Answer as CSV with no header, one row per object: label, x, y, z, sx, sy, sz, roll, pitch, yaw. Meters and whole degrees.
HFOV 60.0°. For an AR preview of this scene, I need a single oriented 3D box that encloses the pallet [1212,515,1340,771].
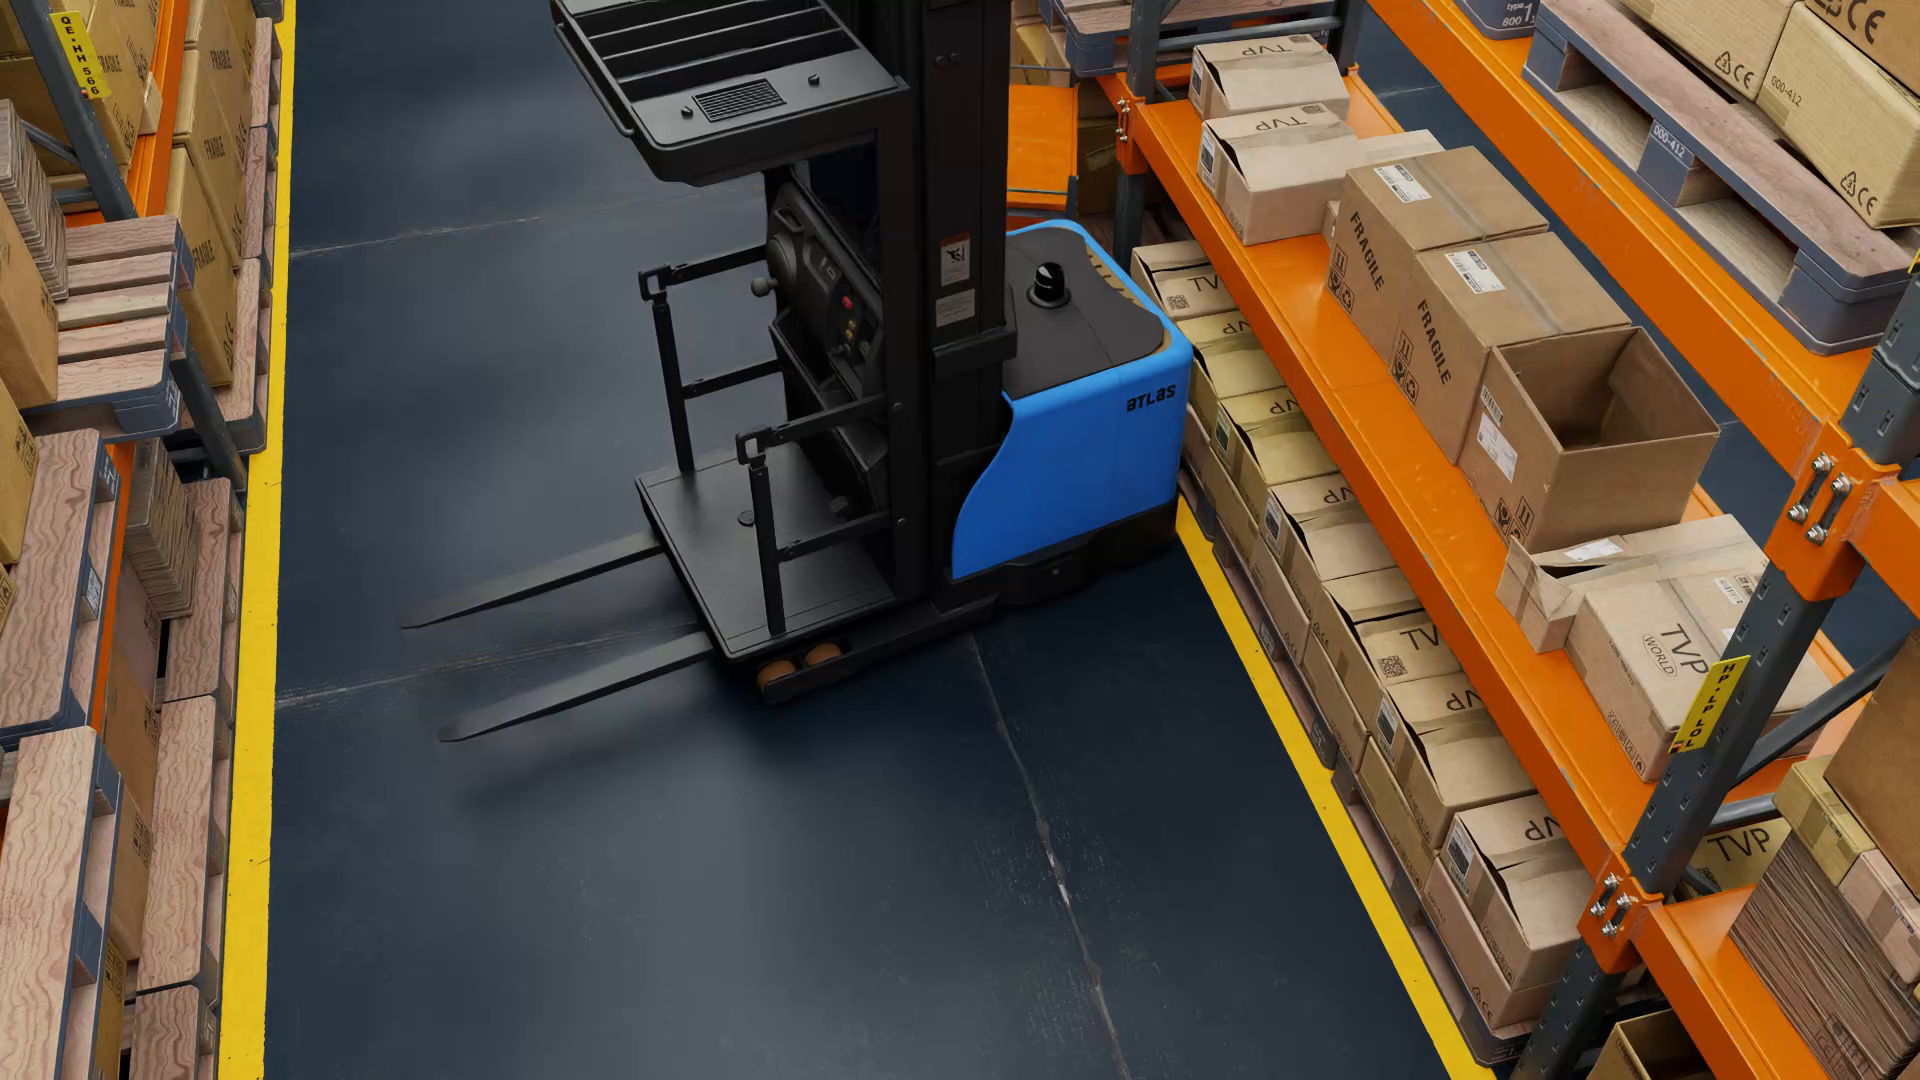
pallet,1.681,0.279,6.579,1.003,0.211,1.213,-11,47,-10

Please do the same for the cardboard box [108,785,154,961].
cardboard box,-3.041,1.065,5.299,0.700,0.500,0.500,-10,46,-10

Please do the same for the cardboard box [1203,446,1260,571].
cardboard box,1.318,-0.178,6.706,0.500,0.250,0.500,-12,47,-11

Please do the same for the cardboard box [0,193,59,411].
cardboard box,-3.289,-0.690,5.199,0.700,0.500,0.500,-15,47,-14

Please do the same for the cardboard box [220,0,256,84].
cardboard box,-4.320,-2.936,8.989,0.750,0.750,0.750,-10,46,-10

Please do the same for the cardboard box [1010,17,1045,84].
cardboard box,0.460,-2.713,9.002,0.500,0.500,0.500,-12,47,-12

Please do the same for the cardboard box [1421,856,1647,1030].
cardboard box,1.837,1.231,5.326,0.500,0.250,0.500,-11,47,-11

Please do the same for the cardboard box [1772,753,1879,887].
cardboard box,2.105,0.607,3.781,0.380,0.149,0.250,-11,47,-10

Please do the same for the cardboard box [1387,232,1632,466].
cardboard box,1.779,-0.629,5.447,0.500,0.500,0.500,-11,47,-10

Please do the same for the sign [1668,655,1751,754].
sign,1.701,0.377,3.776,0.100,0.325,0.005,-11,47,-10

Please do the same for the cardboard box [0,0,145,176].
cardboard box,-3.465,-1.733,6.307,0.500,0.500,0.500,-9,46,-9

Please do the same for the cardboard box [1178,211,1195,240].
cardboard box,1.359,-1.759,8.066,0.500,0.500,0.500,-9,46,-9

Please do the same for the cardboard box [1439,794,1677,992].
cardboard box,1.843,1.041,5.119,0.500,0.311,0.500,-11,47,-10

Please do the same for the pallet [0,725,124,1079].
pallet,-2.619,1.070,3.986,1.003,0.211,1.213,-11,47,-10

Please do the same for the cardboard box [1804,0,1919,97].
cardboard box,2.104,-1.191,3.254,0.500,0.500,0.500,-10,46,-10

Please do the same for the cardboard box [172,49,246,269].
cardboard box,-3.868,-1.737,7.814,0.750,0.750,0.750,-11,47,-11

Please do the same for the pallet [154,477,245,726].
pallet,-3.390,0.311,6.548,1.003,0.211,1.213,-11,47,-10

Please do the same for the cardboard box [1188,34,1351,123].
cardboard box,1.250,-1.823,6.749,0.500,0.311,0.500,-8,46,-8

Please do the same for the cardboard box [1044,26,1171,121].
cardboard box,0.714,-2.296,8.067,0.500,0.250,0.500,-9,46,-9

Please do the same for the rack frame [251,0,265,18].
rack frame,-4.612,-3.966,8.788,1.000,3.000,0.127,-11,47,-10

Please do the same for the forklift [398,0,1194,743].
forklift,-0.659,-0.836,5.768,3.031,2.935,1.130,-19,49,-18

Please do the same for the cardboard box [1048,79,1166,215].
cardboard box,0.733,-1.995,8.298,0.500,0.500,0.500,-9,46,-9

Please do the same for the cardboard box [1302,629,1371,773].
cardboard box,1.578,0.528,6.014,0.500,0.250,0.500,-10,46,-9

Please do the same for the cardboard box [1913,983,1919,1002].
cardboard box,2.237,0.959,3.437,0.380,0.149,0.250,-12,47,-11

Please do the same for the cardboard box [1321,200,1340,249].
cardboard box,1.580,-1.155,6.208,0.380,0.149,0.250,-8,46,-7

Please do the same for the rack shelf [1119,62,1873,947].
rack shelf,1.711,-0.480,5.875,1.077,0.370,4.000,-11,47,-10

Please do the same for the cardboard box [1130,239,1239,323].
cardboard box,1.050,-1.079,7.196,0.500,0.311,0.500,-9,46,-9

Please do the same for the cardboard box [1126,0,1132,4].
cardboard box,0.929,-2.709,7.192,0.700,0.500,0.500,-26,51,-23

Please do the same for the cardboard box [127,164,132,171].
cardboard box,-3.505,-1.569,6.600,0.380,0.149,0.250,-10,46,-10

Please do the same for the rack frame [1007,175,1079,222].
rack frame,0.223,-1.117,7.279,0.500,1.125,0.032,4,45,1

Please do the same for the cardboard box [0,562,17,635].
cardboard box,-2.997,0.174,4.352,0.700,0.500,0.500,-5,46,-5

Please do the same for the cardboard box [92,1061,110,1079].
cardboard box,-2.769,1.773,4.605,0.700,0.500,0.500,-9,46,-9

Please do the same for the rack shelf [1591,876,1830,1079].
rack shelf,2.735,2.281,3.169,1.077,0.370,4.000,-11,47,-10

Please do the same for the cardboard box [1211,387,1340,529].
cardboard box,1.321,-0.365,6.497,0.500,0.311,0.500,-12,47,-11

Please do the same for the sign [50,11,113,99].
sign,-3.066,-1.688,5.800,0.100,0.325,0.005,-11,47,-10

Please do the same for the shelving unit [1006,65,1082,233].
shelving unit,0.254,-1.476,7.638,0.538,1.125,1.048,4,45,1

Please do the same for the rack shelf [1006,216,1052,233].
rack shelf,0.246,-1.303,7.811,0.538,0.278,1.000,4,45,1

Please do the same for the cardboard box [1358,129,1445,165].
cardboard box,1.697,-1.455,6.502,0.380,0.149,0.250,-11,47,-10

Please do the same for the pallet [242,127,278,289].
pallet,-4.026,-1.628,8.448,1.003,0.211,1.213,-11,47,-10

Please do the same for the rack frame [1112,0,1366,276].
rack frame,1.199,-2.113,6.971,1.000,3.000,0.127,-11,47,-10

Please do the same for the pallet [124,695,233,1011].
pallet,-3.081,1.152,5.724,1.003,0.211,1.213,-11,47,-10

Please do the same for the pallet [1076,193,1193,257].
pallet,1.045,-1.659,8.479,1.003,0.211,1.213,-11,47,-10

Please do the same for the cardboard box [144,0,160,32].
cardboard box,-3.716,-2.439,6.999,0.500,0.500,0.500,-11,47,-10

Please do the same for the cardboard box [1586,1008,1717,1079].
cardboard box,2.039,1.579,4.459,0.500,0.500,0.500,-11,47,-10

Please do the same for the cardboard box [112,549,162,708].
cardboard box,-3.334,0.381,5.970,0.700,0.500,0.500,-11,47,-10

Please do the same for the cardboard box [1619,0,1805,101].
cardboard box,1.932,-1.302,3.887,0.500,0.250,0.500,-15,47,-14

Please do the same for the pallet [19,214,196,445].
pallet,-3.303,-0.665,5.687,1.213,0.211,1.003,-11,47,-10

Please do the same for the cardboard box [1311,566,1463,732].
cardboard box,1.578,0.337,5.808,0.500,0.311,0.500,-11,47,-10

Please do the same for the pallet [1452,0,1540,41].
pallet,1.749,-1.873,4.768,1.003,0.211,1.213,-9,46,-8

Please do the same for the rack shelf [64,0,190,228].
rack shelf,-4.100,-2.334,7.691,1.077,0.370,4.000,-11,47,-10

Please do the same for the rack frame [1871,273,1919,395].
rack frame,2.223,-1.451,2.122,1.000,3.000,0.127,-11,47,-10

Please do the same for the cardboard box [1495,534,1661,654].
cardboard box,1.821,0.122,4.875,0.396,0.266,0.258,-12,47,-11
